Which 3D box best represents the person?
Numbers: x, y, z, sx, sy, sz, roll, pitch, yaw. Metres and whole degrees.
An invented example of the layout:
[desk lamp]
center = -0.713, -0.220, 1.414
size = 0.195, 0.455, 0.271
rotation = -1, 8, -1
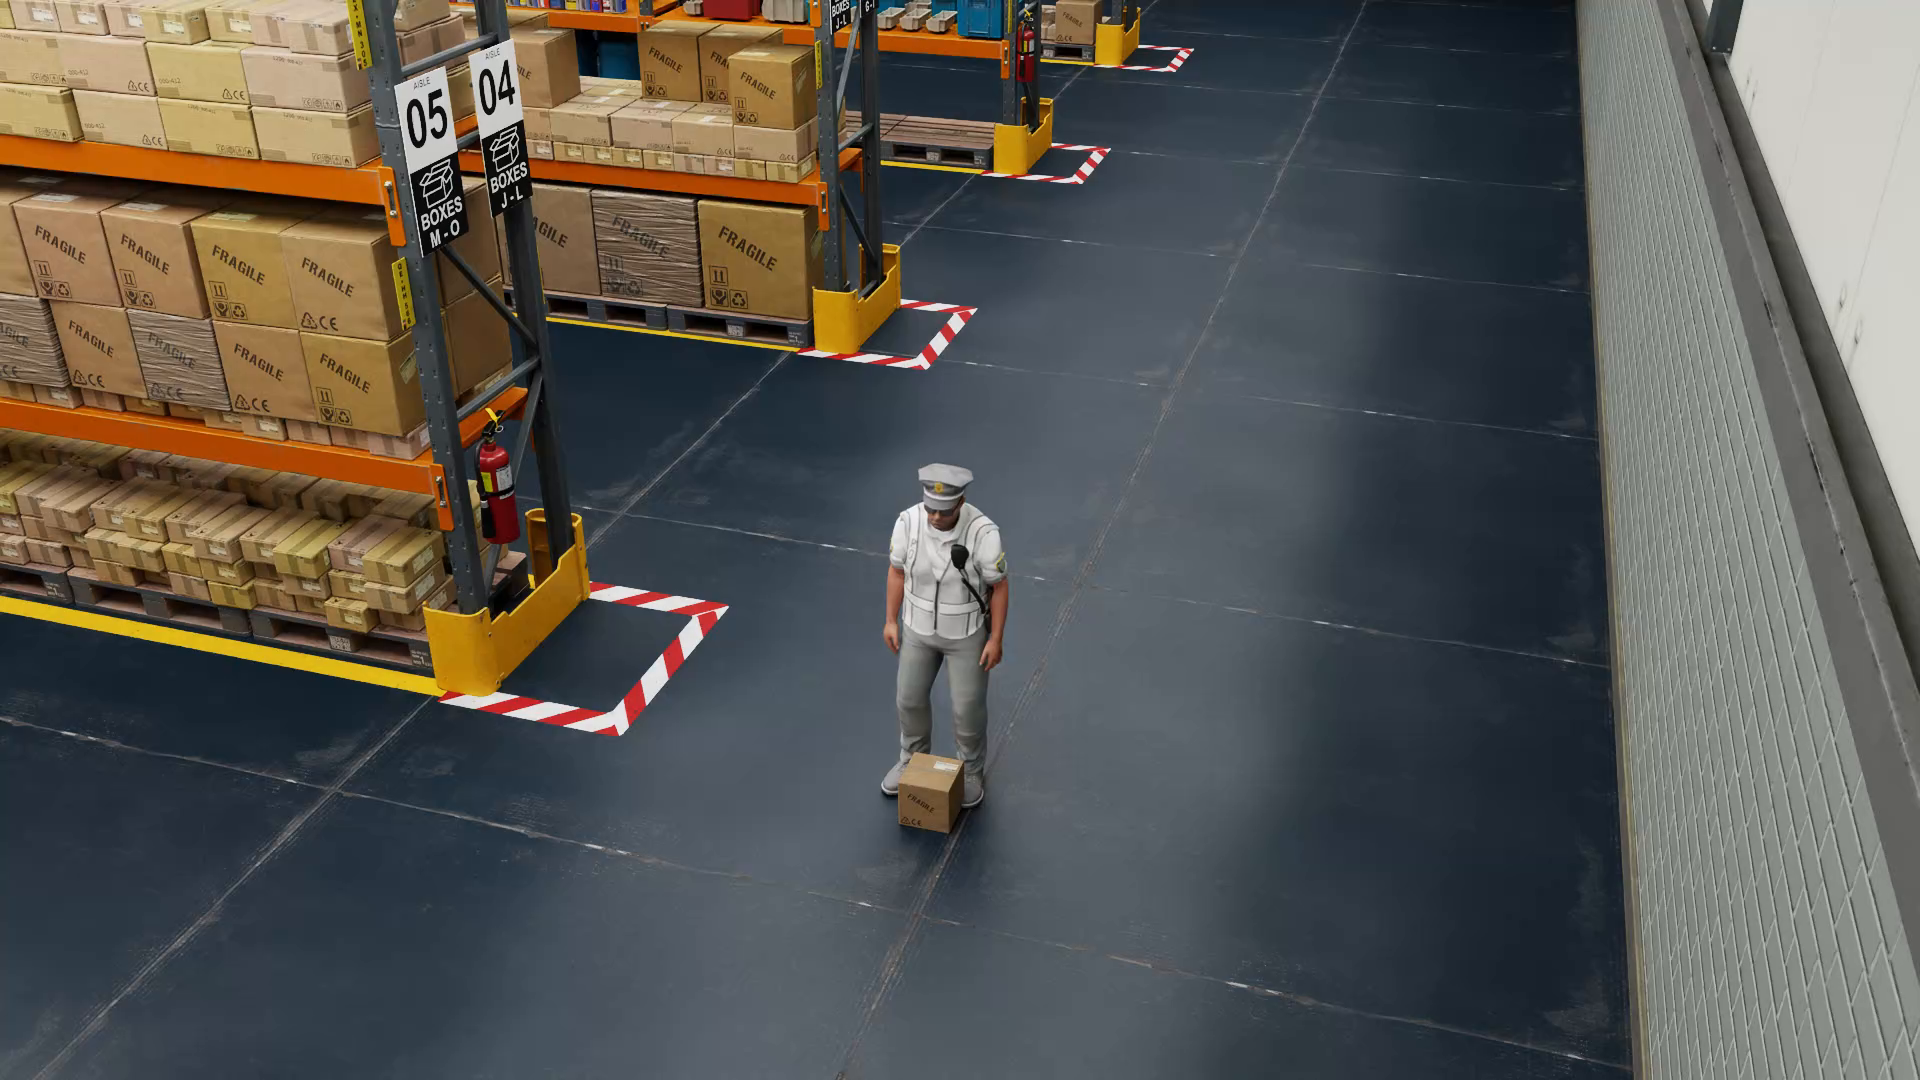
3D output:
[person]
center = -0.066, 0.412, 7.758
size = 0.585, 1.747, 0.439
rotation = 8, 30, 15
